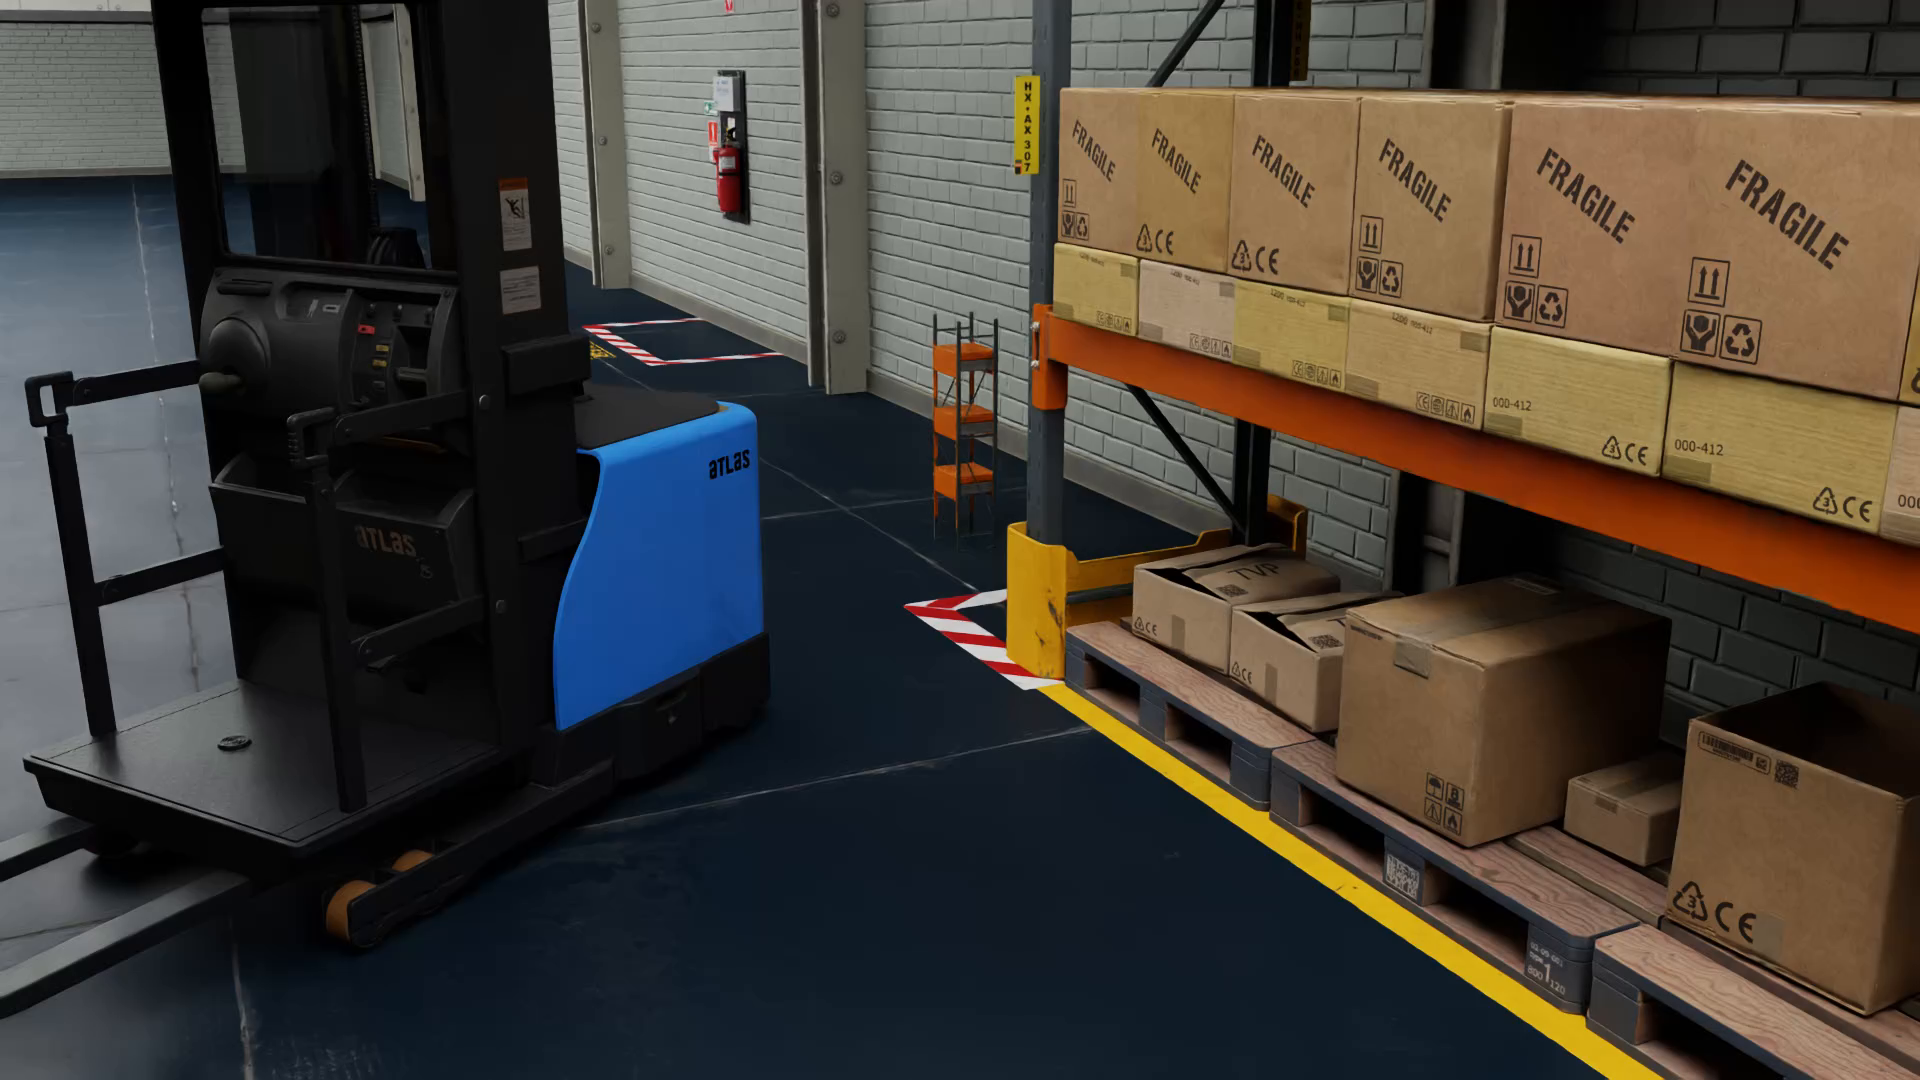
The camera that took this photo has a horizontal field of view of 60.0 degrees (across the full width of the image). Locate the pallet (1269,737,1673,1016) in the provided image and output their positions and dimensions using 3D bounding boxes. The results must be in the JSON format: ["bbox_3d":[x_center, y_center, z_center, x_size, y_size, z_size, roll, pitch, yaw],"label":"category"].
[{"bbox_3d":[1.608,0.802,4.572,1.003,0.211,1.213,-8,18,-25],"label":"pallet"}]

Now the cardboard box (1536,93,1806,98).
[{"bbox_3d":[1.780,-0.893,4.300,0.500,0.500,0.500,-7,18,-24],"label":"cardboard box"}]

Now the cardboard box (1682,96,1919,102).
[{"bbox_3d":[2.017,-0.766,3.856,0.500,0.500,0.500,-7,17,-23],"label":"cardboard box"}]

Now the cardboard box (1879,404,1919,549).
[{"bbox_3d":[1.992,-0.091,2.866,0.500,0.250,0.500,-8,18,-25],"label":"cardboard box"}]

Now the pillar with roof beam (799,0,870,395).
[{"bbox_3d":[-4.695,-4.847,8.326,9.100,9.000,0.400,-8,18,-25],"label":"pillar with roof beam"}]

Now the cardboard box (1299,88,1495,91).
[{"bbox_3d":[1.329,-1.145,5.180,0.500,0.500,0.500,-7,18,-24],"label":"cardboard box"}]

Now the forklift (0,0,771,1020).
[{"bbox_3d":[-1.803,-0.526,4.271,1.130,2.935,3.031,9,18,28],"label":"forklift"}]

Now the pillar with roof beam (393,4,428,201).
[{"bbox_3d":[-12.580,-9.310,23.879,9.100,9.000,0.400,-8,18,-25],"label":"pillar with roof beam"}]

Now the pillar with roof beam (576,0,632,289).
[{"bbox_3d":[-7.323,-6.334,13.510,9.100,9.000,0.400,-8,18,-25],"label":"pillar with roof beam"}]

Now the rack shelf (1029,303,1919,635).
[{"bbox_3d":[1.596,-0.223,4.394,1.077,0.370,4.000,-8,18,-25],"label":"rack shelf"}]

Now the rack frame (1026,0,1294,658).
[{"bbox_3d":[0.720,-1.065,6.023,1.000,3.000,0.127,-8,18,-25],"label":"rack frame"}]

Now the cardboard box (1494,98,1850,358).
[{"bbox_3d":[1.552,-0.700,3.628,0.500,0.500,0.500,-8,18,-26],"label":"cardboard box"}]

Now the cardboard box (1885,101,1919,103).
[{"bbox_3d":[2.231,-0.641,3.423,0.500,0.500,0.500,-8,18,-25],"label":"cardboard box"}]

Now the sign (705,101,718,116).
[{"bbox_3d":[-2.028,-3.520,13.553,0.001,0.109,0.331,-8,18,-25],"label":"sign"}]

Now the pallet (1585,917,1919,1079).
[{"bbox_3d":[2.146,1.105,3.516,1.003,0.211,1.213,-8,18,-25],"label":"pallet"}]

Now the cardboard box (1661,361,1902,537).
[{"bbox_3d":[1.781,-0.216,3.300,0.500,0.250,0.500,-8,18,-25],"label":"cardboard box"}]

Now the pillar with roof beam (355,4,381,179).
[{"bbox_3d":[-15.209,-10.798,29.063,9.100,9.000,0.400,-8,18,-25],"label":"pillar with roof beam"}]

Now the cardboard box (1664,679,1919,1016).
[{"bbox_3d":[1.981,0.665,3.730,0.500,0.500,0.500,-9,18,-29],"label":"cardboard box"}]

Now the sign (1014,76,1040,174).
[{"bbox_3d":[0.232,-1.415,5.675,0.100,0.325,0.005,-8,18,-25],"label":"sign"}]

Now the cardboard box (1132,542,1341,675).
[{"bbox_3d":[0.942,0.199,5.697,0.500,0.311,0.500,-10,19,-31],"label":"cardboard box"}]

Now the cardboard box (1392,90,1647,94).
[{"bbox_3d":[1.559,-1.018,4.735,0.500,0.500,0.500,-8,18,-26],"label":"cardboard box"}]

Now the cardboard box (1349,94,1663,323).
[{"bbox_3d":[1.324,-0.829,4.077,0.500,0.500,0.500,-7,17,-23],"label":"cardboard box"}]

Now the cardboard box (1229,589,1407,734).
[{"bbox_3d":[1.192,0.340,5.204,0.500,0.311,0.500,-6,17,-20],"label":"cardboard box"}]

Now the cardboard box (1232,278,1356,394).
[{"bbox_3d":[1.106,-0.589,4.600,0.500,0.250,0.500,-8,18,-26],"label":"cardboard box"}]

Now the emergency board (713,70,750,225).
[{"bbox_3d":[-1.873,-3.101,13.118,0.194,1.169,0.643,-8,18,-25],"label":"emergency board"}]

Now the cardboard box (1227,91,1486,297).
[{"bbox_3d":[1.087,-0.955,4.518,0.500,0.500,0.500,-8,18,-27],"label":"cardboard box"}]

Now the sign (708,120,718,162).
[{"bbox_3d":[-2.022,-3.267,13.634,0.001,0.329,0.234,-8,18,-25],"label":"sign"}]

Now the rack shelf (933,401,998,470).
[{"bbox_3d":[0.023,-0.481,7.563,0.215,0.259,0.240,-8,18,-25],"label":"rack shelf"}]

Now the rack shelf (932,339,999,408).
[{"bbox_3d":[0.023,-0.754,7.484,0.215,0.259,0.240,-8,18,-25],"label":"rack shelf"}]

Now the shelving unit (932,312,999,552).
[{"bbox_3d":[0.023,-0.491,7.560,0.215,1.050,0.252,-8,18,-25],"label":"shelving unit"}]

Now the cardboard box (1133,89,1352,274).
[{"bbox_3d":[0.866,-1.084,4.967,0.500,0.500,0.500,-8,18,-25],"label":"cardboard box"}]

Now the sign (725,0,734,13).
[{"bbox_3d":[-1.787,-4.229,12.847,0.001,0.298,0.199,-8,18,-25],"label":"sign"}]

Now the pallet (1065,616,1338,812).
[{"bbox_3d":[1.077,0.500,5.625,1.003,0.211,1.213,-8,18,-25],"label":"pallet"}]

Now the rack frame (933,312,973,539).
[{"bbox_3d":[-0.030,-0.522,7.665,0.200,1.050,0.008,-8,18,-25],"label":"rack frame"}]

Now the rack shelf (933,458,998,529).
[{"bbox_3d":[0.023,-0.214,7.639,0.215,0.259,0.240,-8,18,-25],"label":"rack shelf"}]

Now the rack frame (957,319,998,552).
[{"bbox_3d":[0.077,-0.461,7.454,0.200,1.050,0.008,-8,18,-25],"label":"rack frame"}]

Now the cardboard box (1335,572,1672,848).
[{"bbox_3d":[1.468,0.437,4.523,0.700,0.500,0.500,-9,18,-28],"label":"cardboard box"}]

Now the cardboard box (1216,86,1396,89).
[{"bbox_3d":[1.117,-1.271,5.619,0.500,0.500,0.500,-8,18,-26],"label":"cardboard box"}]

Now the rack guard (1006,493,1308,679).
[{"bbox_3d":[0.753,0.156,6.302,1.175,0.500,0.348,-8,18,-25],"label":"rack guard"}]

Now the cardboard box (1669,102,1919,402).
[{"bbox_3d":[1.763,-0.574,3.188,0.500,0.500,0.500,-8,18,-25],"label":"cardboard box"}]

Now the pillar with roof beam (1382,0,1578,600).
[{"bbox_3d":[-2.066,-3.359,3.142,9.100,9.000,0.400,-8,18,-25],"label":"pillar with roof beam"}]

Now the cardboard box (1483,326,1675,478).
[{"bbox_3d":[1.547,-0.339,3.728,0.500,0.250,0.500,-8,18,-25],"label":"cardboard box"}]

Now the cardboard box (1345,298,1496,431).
[{"bbox_3d":[1.326,-0.463,4.162,0.500,0.250,0.500,-7,18,-24],"label":"cardboard box"}]

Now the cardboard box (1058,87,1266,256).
[{"bbox_3d":[0.659,-1.208,5.398,0.500,0.500,0.500,-8,18,-25],"label":"cardboard box"}]

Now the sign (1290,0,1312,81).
[{"bbox_3d":[1.227,-1.835,6.036,0.100,0.325,0.005,-8,18,-25],"label":"sign"}]

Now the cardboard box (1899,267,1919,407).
[{"bbox_3d":[1.987,-0.451,2.759,0.500,0.500,0.500,-8,18,-25],"label":"cardboard box"}]

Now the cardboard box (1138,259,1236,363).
[{"bbox_3d":[0.888,-0.716,5.042,0.500,0.250,0.500,-8,18,-27],"label":"cardboard box"}]

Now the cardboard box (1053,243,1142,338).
[{"bbox_3d":[0.648,-0.843,5.485,0.500,0.250,0.500,-8,18,-27],"label":"cardboard box"}]

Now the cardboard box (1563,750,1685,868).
[{"bbox_3d":[1.789,0.687,4.289,0.380,0.149,0.250,-9,18,-29],"label":"cardboard box"}]
